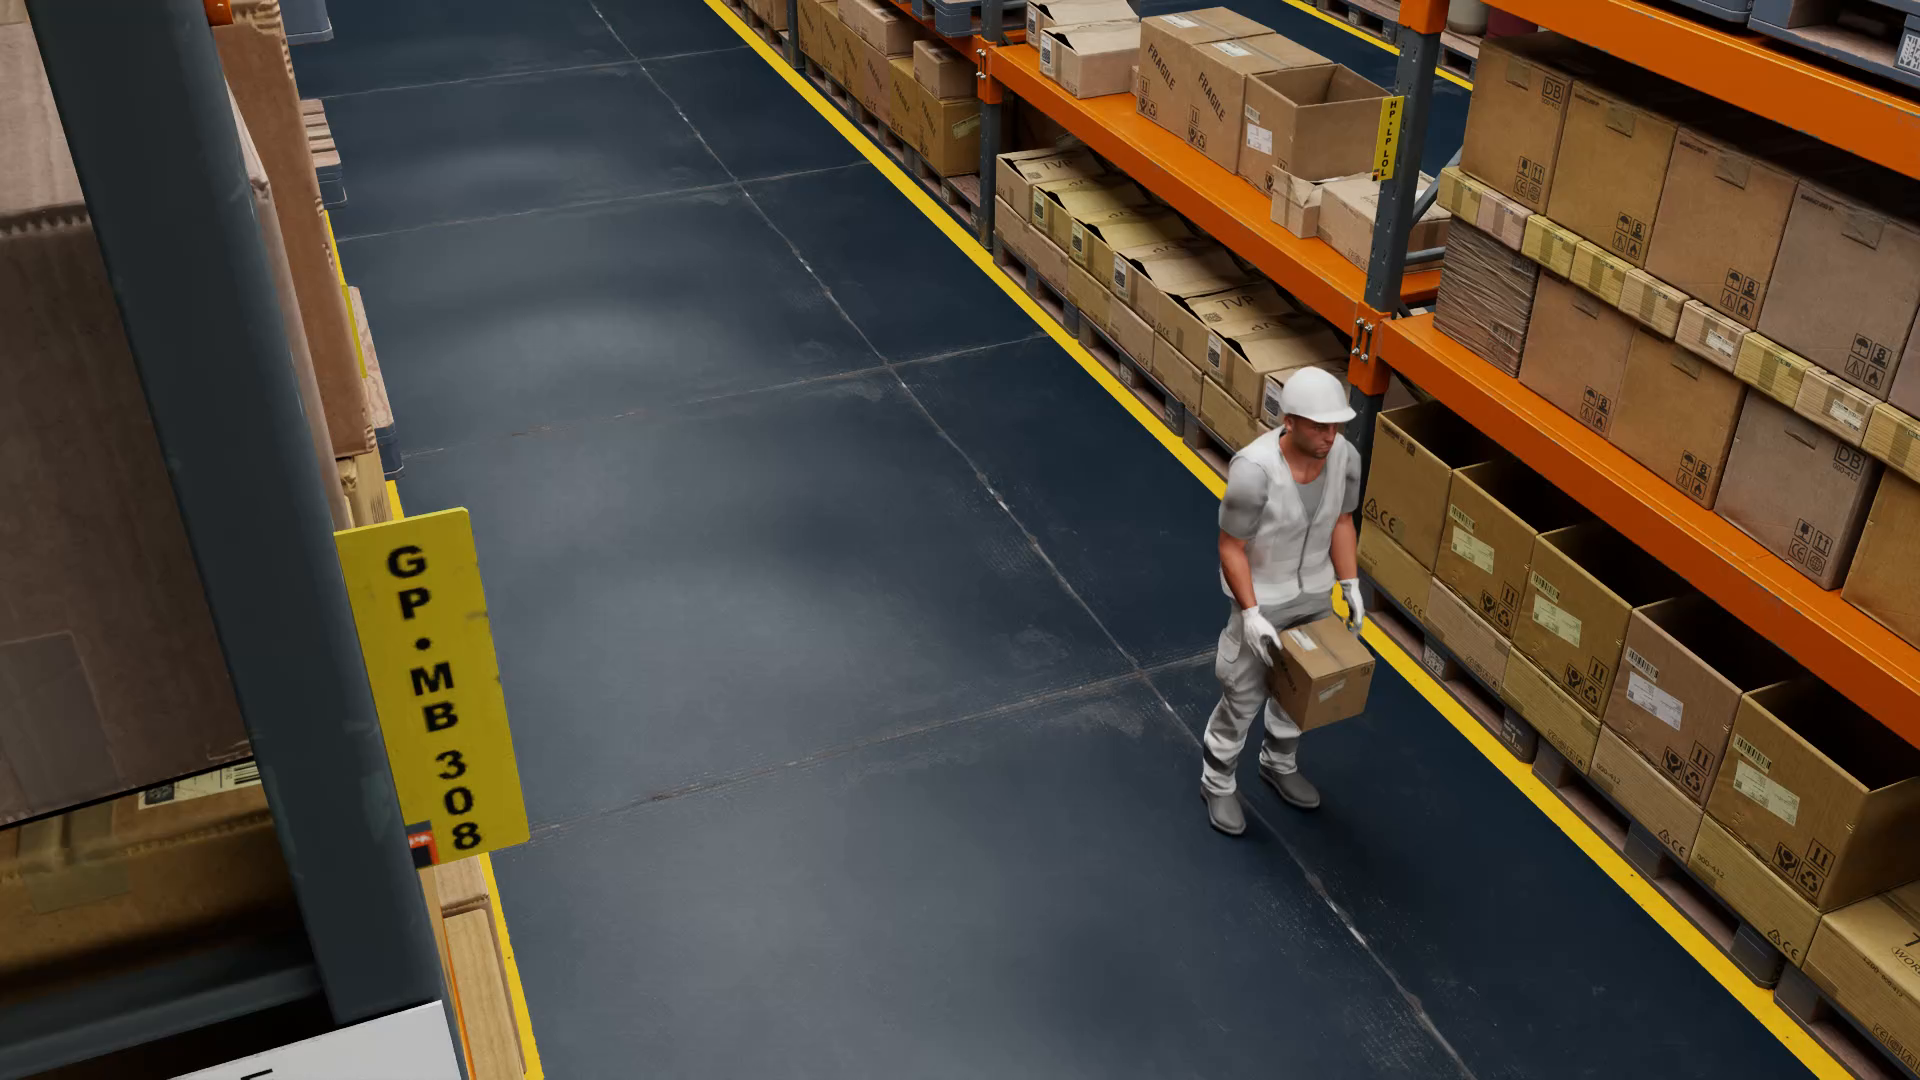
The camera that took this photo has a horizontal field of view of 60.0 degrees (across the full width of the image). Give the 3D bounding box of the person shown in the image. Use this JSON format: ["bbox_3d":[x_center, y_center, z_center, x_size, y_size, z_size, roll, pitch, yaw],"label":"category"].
[{"bbox_3d":[1.135,0.211,5.795,0.539,1.790,0.437,-14,36,-20],"label":"person"}]
